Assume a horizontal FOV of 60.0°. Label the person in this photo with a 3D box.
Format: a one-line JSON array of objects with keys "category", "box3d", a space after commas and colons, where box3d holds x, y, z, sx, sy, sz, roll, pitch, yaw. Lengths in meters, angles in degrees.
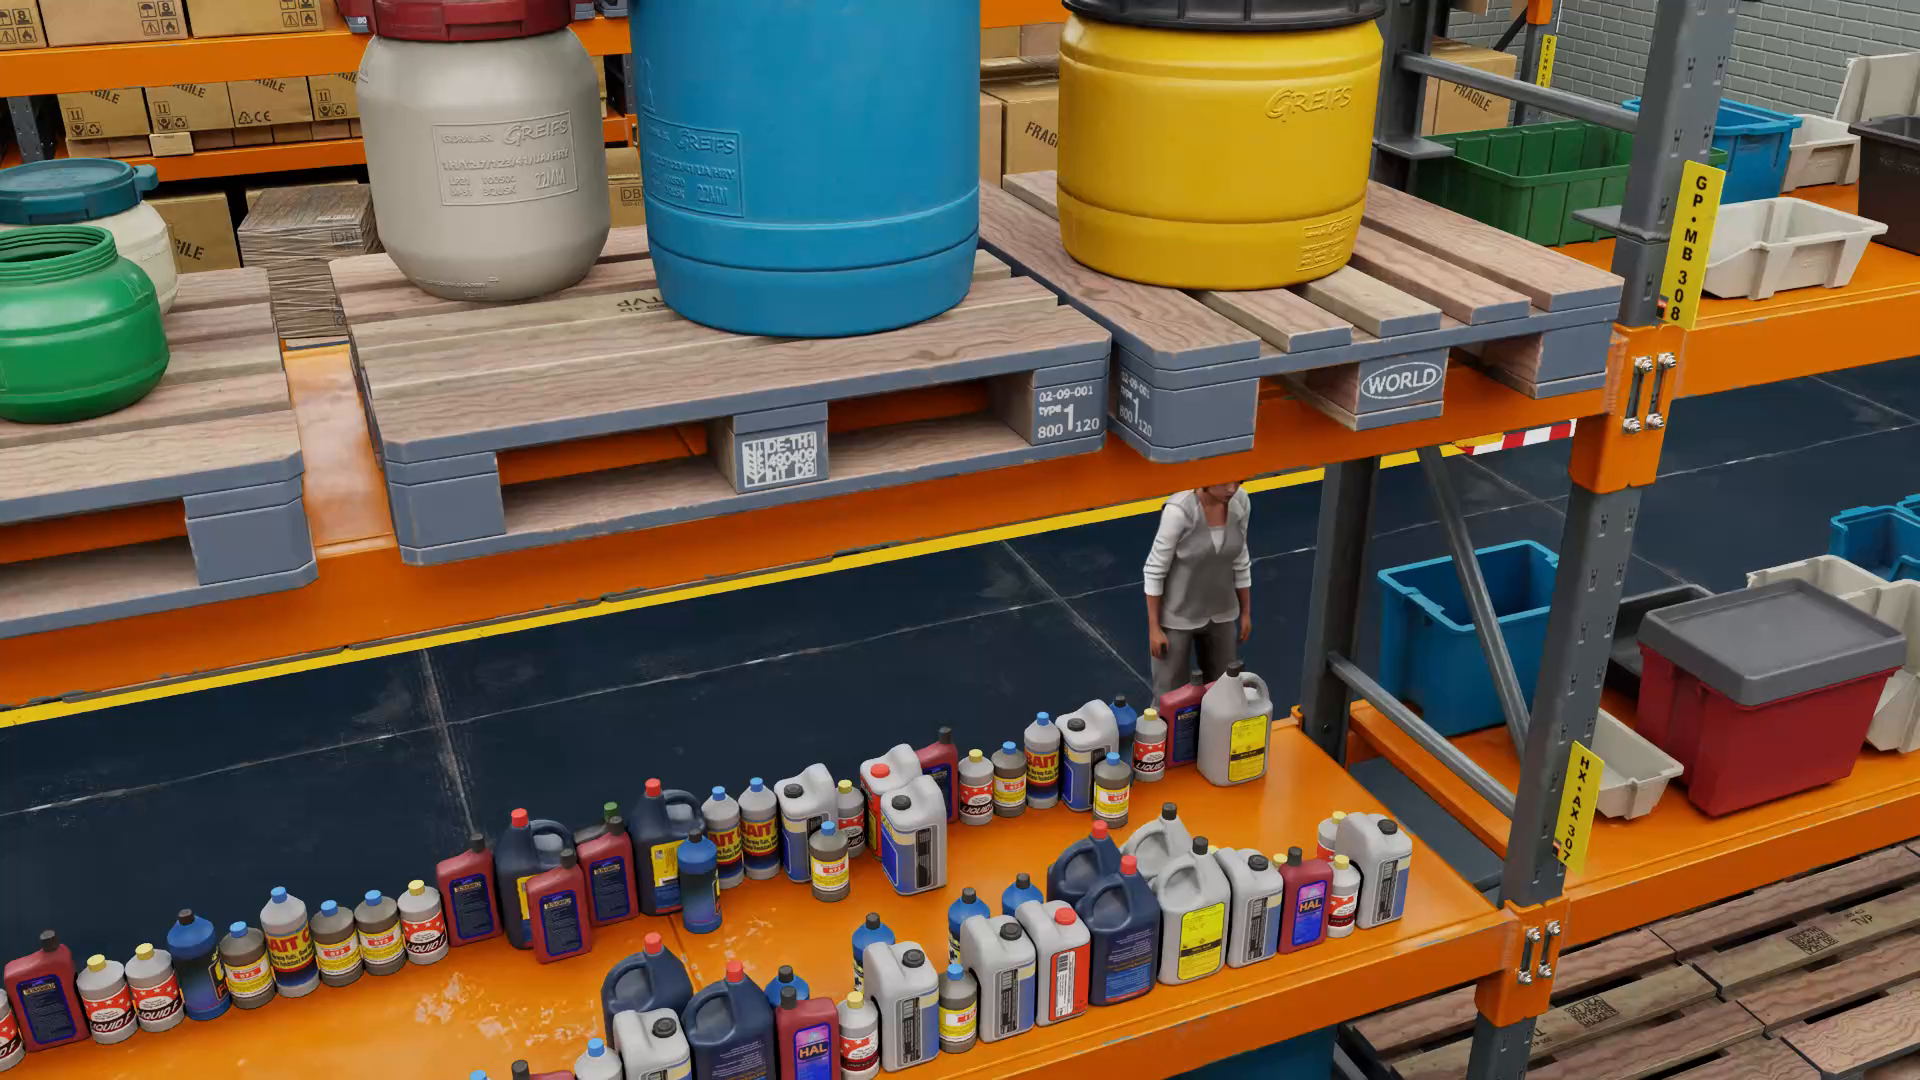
[{"category": "person", "box3d": [0.922, 0.320, 6.478, 0.462, 1.593, 0.343, -10, 28, -20]}]
